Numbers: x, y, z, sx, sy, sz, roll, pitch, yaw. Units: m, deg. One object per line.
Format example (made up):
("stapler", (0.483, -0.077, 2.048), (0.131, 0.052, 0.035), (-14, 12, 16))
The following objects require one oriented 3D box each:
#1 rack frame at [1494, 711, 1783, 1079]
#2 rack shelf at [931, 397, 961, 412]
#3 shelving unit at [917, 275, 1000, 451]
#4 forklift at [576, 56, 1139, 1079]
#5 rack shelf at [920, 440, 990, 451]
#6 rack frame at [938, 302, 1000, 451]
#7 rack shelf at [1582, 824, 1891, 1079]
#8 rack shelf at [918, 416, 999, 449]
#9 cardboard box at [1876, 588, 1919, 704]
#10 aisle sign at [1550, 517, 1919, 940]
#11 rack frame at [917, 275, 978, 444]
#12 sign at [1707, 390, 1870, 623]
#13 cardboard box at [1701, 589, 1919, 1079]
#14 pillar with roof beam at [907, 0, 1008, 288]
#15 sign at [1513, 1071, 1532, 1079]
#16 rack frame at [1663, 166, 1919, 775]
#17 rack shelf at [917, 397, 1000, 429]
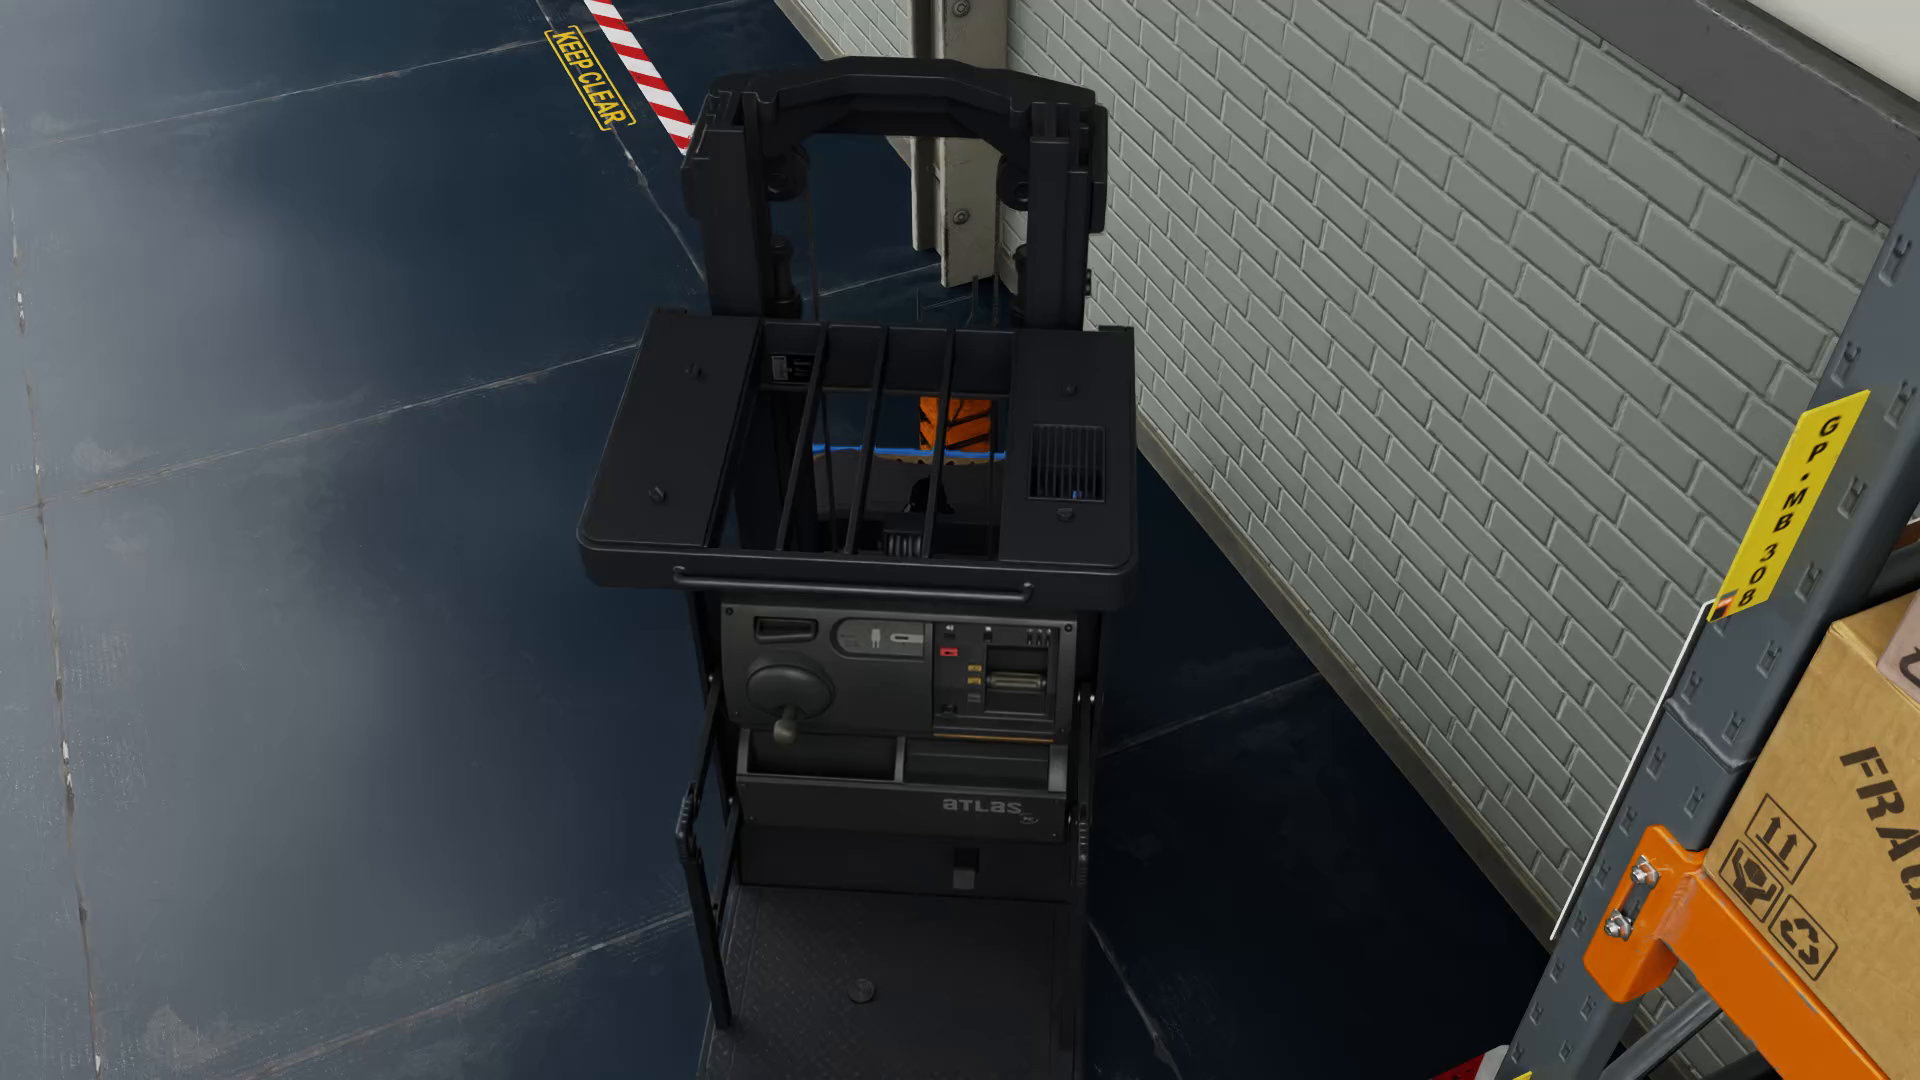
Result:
("rack frame", (1.431, 1.186, 3.412), (1.000, 3.000, 0.127), (-18, 47, -17))
("rack shelf", (-0.006, -0.576, 6.201), (0.258, 0.103, 0.180), (-18, 47, -17))
("shelving unit", (-0.006, -0.436, 6.338), (0.258, 1.200, 0.189), (-18, 47, -17))
("forklift", (-0.174, 0.447, 4.211), (1.130, 2.935, 3.031), (3, 45, 3))
("rack shelf", (-0.006, -0.319, 6.453), (0.258, 0.103, 0.180), (-18, 47, -17))
("rack frame", (0.032, -0.378, 6.279), (0.240, 1.200, 0.006), (-18, 47, -17))
("rack shelf", (2.272, 1.649, 1.319), (1.077, 0.370, 4.000), (-18, 47, -17))
("rack shelf", (-0.006, -0.405, 6.369), (0.258, 0.103, 0.180), (-18, 47, -17))
("cardboard box", (1.372, 0.037, 1.644), (0.500, 0.500, 0.500), (-21, 48, -20))
("aisle sign", (1.128, 0.304, 2.456), (0.394, 0.787, 0.004), (-18, 47, -17))
("rack frame", (-0.045, -0.495, 6.397), (0.240, 1.200, 0.006), (-18, 47, -17))
("sign", (0.938, -0.032, 1.889), (0.100, 0.325, 0.005), (-18, 47, -17))
("cardboard box", (1.344, 0.363, 2.025), (0.500, 0.500, 0.500), (-17, 47, -16))
("pillar with roof beam", (-3.919, -3.311, 3.698), (9.100, 9.000, 0.400), (-18, 47, -17))
("sign", (0.938, 1.039, 2.945), (0.100, 0.325, 0.005), (-18, 47, -17))
("rack frame", (1.431, -0.949, 1.305), (1.000, 3.000, 0.127), (-18, 47, -17))
("rack shelf", (-0.006, -0.490, 6.285), (0.258, 0.103, 0.180), (-18, 47, -17))
